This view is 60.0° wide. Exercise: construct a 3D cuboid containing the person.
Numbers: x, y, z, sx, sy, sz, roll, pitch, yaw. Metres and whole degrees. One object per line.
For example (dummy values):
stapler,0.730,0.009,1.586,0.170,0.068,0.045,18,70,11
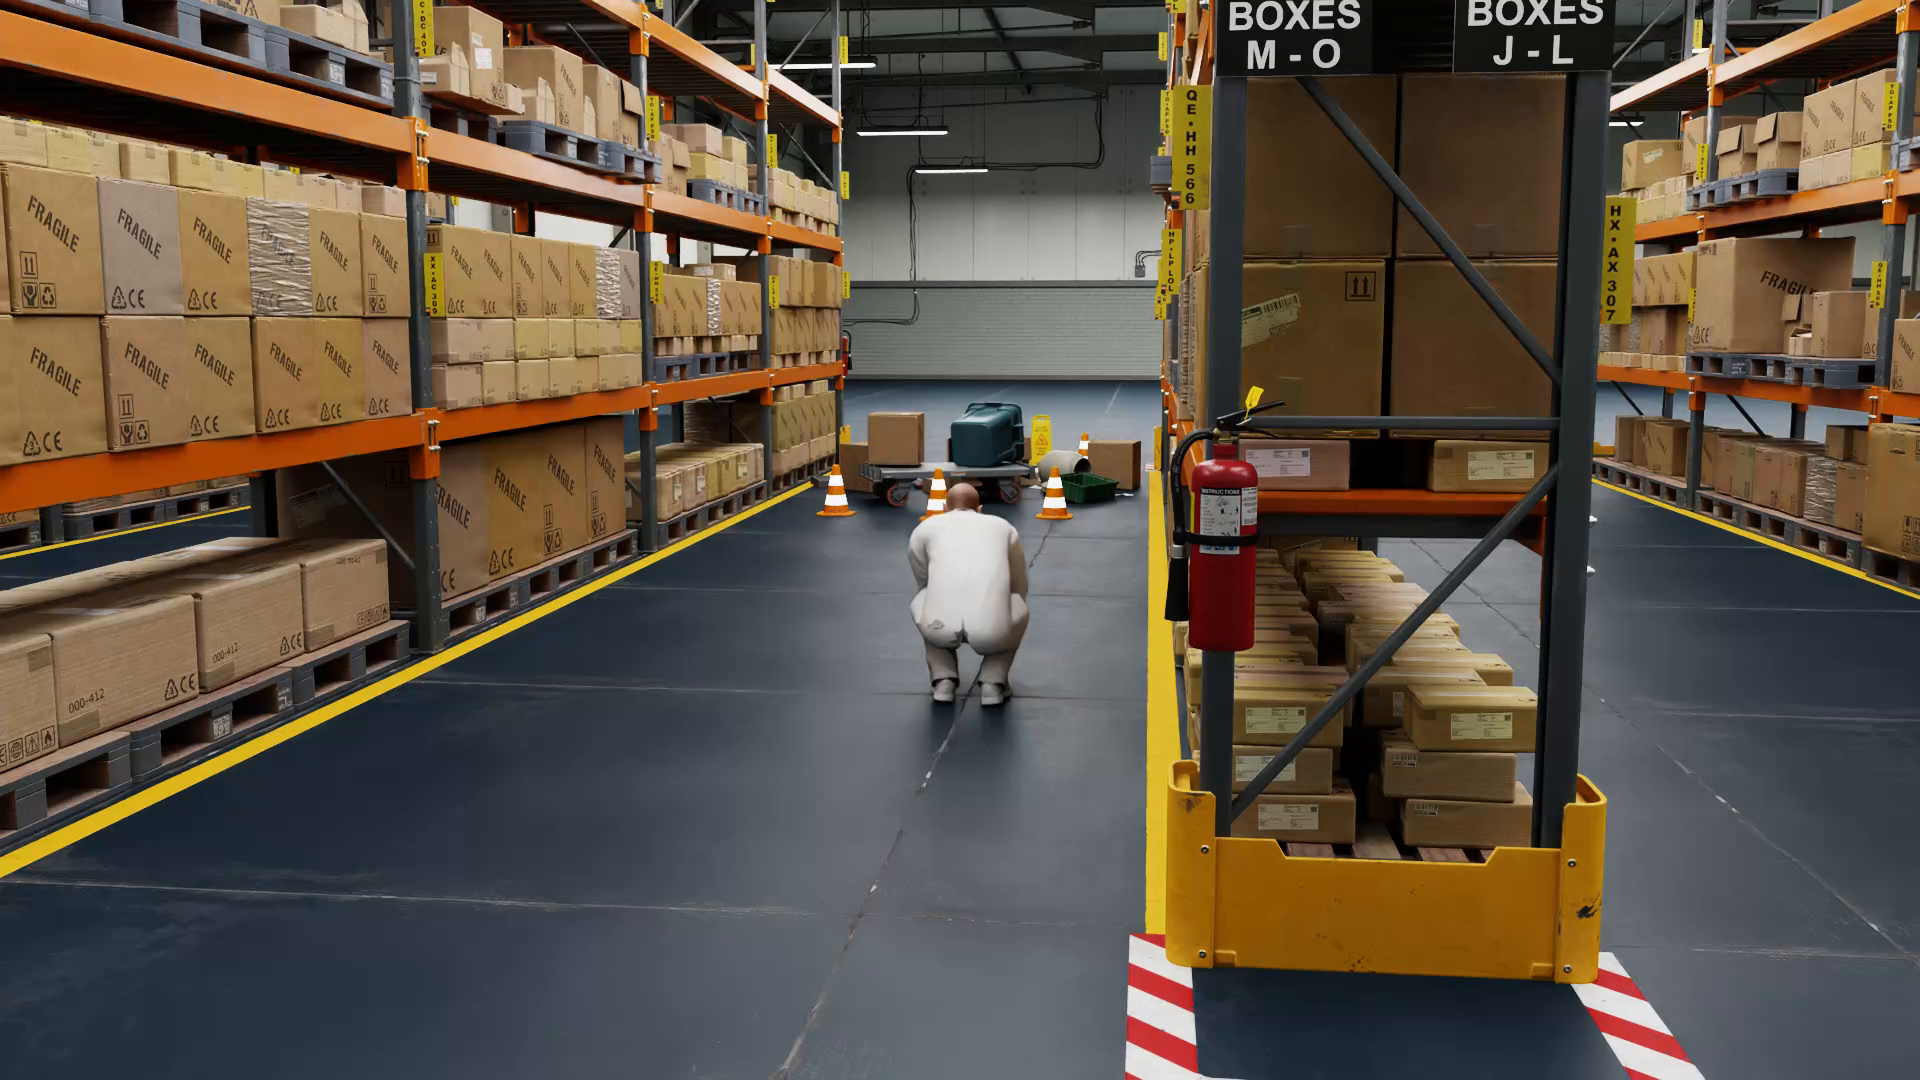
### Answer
person,0.041,0.245,8.002,0.601,0.998,0.898,1,7,6
